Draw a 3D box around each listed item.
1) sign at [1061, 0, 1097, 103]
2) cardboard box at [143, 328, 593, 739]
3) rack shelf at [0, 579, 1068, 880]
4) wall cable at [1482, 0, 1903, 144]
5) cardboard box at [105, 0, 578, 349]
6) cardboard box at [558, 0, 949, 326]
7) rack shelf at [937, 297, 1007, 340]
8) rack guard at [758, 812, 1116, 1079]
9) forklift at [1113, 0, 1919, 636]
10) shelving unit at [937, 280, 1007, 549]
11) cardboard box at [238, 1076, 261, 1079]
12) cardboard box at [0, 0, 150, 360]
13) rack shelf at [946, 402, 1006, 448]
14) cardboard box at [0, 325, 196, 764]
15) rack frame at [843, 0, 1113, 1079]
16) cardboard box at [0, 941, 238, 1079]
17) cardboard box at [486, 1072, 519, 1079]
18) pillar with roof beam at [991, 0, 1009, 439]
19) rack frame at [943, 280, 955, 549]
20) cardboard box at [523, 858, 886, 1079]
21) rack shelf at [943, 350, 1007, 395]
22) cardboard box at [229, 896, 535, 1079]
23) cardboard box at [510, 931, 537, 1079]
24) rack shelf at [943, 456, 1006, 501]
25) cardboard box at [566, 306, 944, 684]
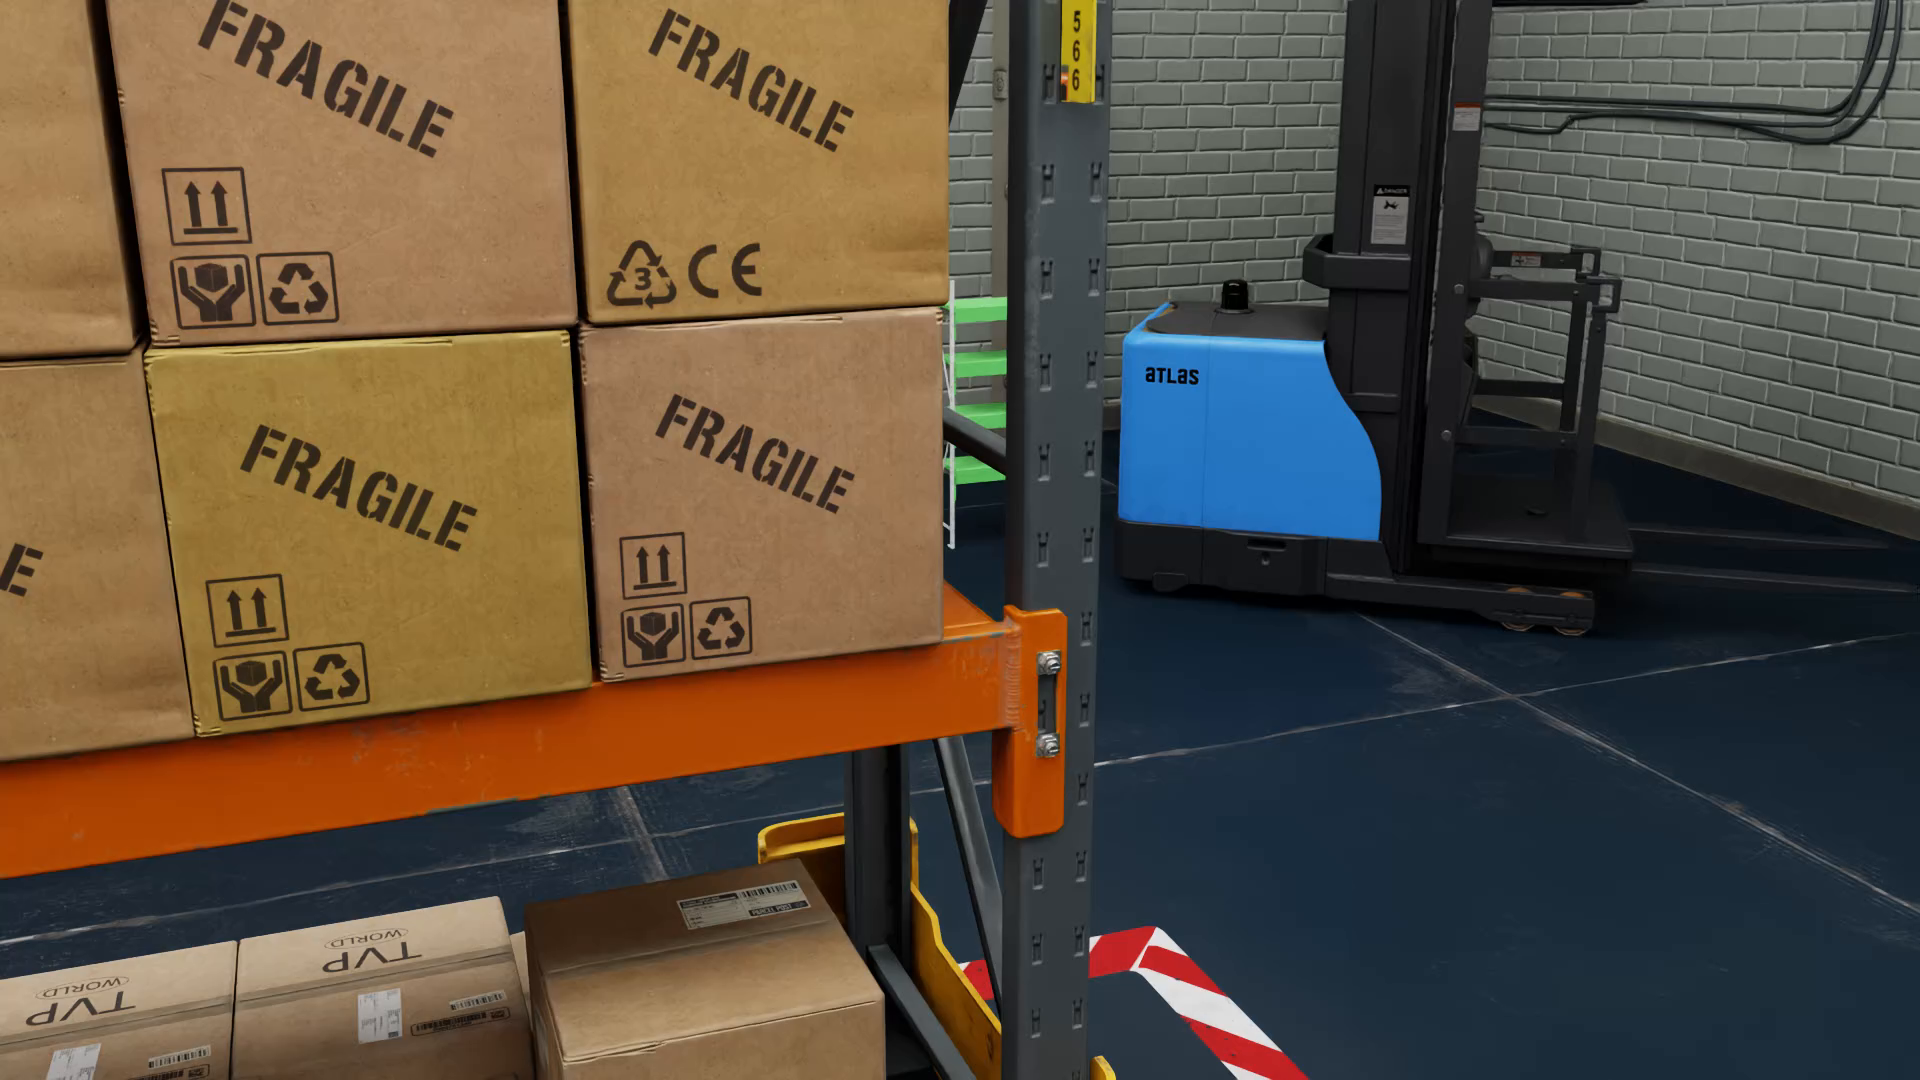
[{"bbox_3d":[0.160,-0.755,2.231,0.005,0.325,0.100,-6,17,-20],"label":"sign"},{"bbox_3d":[-0.823,-0.074,2.350,0.500,0.500,0.500,-6,17,-20],"label":"cardboard box"},{"bbox_3d":[-1.887,0.351,2.357,4.000,0.370,1.077,-6,17,-20],"label":"rack shelf"},{"bbox_3d":[3.614,-3.364,8.593,0.112,2.526,3.097,-6,17,-20],"label":"wall cable"},{"bbox_3d":[-0.808,-0.556,2.214,0.500,0.500,0.500,-6,17,-19],"label":"cardboard box"},{"bbox_3d":[-0.337,-0.607,2.388,0.500,0.500,0.500,-6,18,-21],"label":"cardboard box"},{"bbox_3d":[0.155,-0.992,7.369,0.480,0.148,0.258,-6,17,-20],"label":"rack shelf"},{"bbox_3d":[-0.090,1.011,3.269,0.348,0.500,1.175,-6,17,-20],"label":"rack guard"},{"bbox_3d":[2.210,-1.206,6.505,3.031,2.935,1.130,5,17,16],"label":"forklift"},{"bbox_3d":[0.155,-0.592,7.486,0.503,1.200,0.258,-6,17,-20],"label":"shelving unit"},{"bbox_3d":[-1.337,1.120,2.561,0.500,0.250,0.500,-6,17,-20],"label":"cardboard box"},{"bbox_3d":[-1.291,-0.502,2.032,0.500,0.500,0.500,-6,17,-19],"label":"cardboard box"},{"bbox_3d":[0.155,-0.531,7.504,0.480,0.148,0.258,-6,17,-20],"label":"rack shelf"},{"bbox_3d":[-1.291,-0.025,2.183,0.500,0.500,0.500,-6,17,-20],"label":"cardboard box"},{"bbox_3d":[-0.019,-0.196,2.943,0.127,3.000,1.000,-6,17,-20],"label":"rack frame"},{"bbox_3d":[-1.562,0.993,2.992,0.500,0.250,0.500,-6,17,-20],"label":"cardboard box"},{"bbox_3d":[-0.849,1.089,2.814,0.250,0.166,0.380,-6,17,-20],"label":"cardboard box"},{"bbox_3d":[1.957,-3.745,4.379,0.400,9.000,9.100,-6,17,-20],"label":"pillar with roof beam"},{"bbox_3d":[-0.073,-0.568,7.402,0.015,1.200,0.240,-6,17,-20],"label":"rack frame"},{"bbox_3d":[-0.439,0.912,2.825,0.500,0.500,0.500,-6,17,-20],"label":"cardboard box"},{"bbox_3d":[0.155,-0.761,7.436,0.480,0.148,0.258,-6,17,-20],"label":"rack shelf"},{"bbox_3d":[-1.096,0.943,3.164,0.500,0.250,0.500,-6,17,-20],"label":"cardboard box"},{"bbox_3d":[-0.767,0.929,3.358,0.250,0.166,0.380,-6,17,-20],"label":"cardboard box"},{"bbox_3d":[0.155,-0.301,7.572,0.480,0.148,0.258,-6,17,-20],"label":"rack shelf"},{"bbox_3d":[-0.340,-0.127,2.531,0.500,0.500,0.500,-6,17,-18],"label":"cardboard box"}]
